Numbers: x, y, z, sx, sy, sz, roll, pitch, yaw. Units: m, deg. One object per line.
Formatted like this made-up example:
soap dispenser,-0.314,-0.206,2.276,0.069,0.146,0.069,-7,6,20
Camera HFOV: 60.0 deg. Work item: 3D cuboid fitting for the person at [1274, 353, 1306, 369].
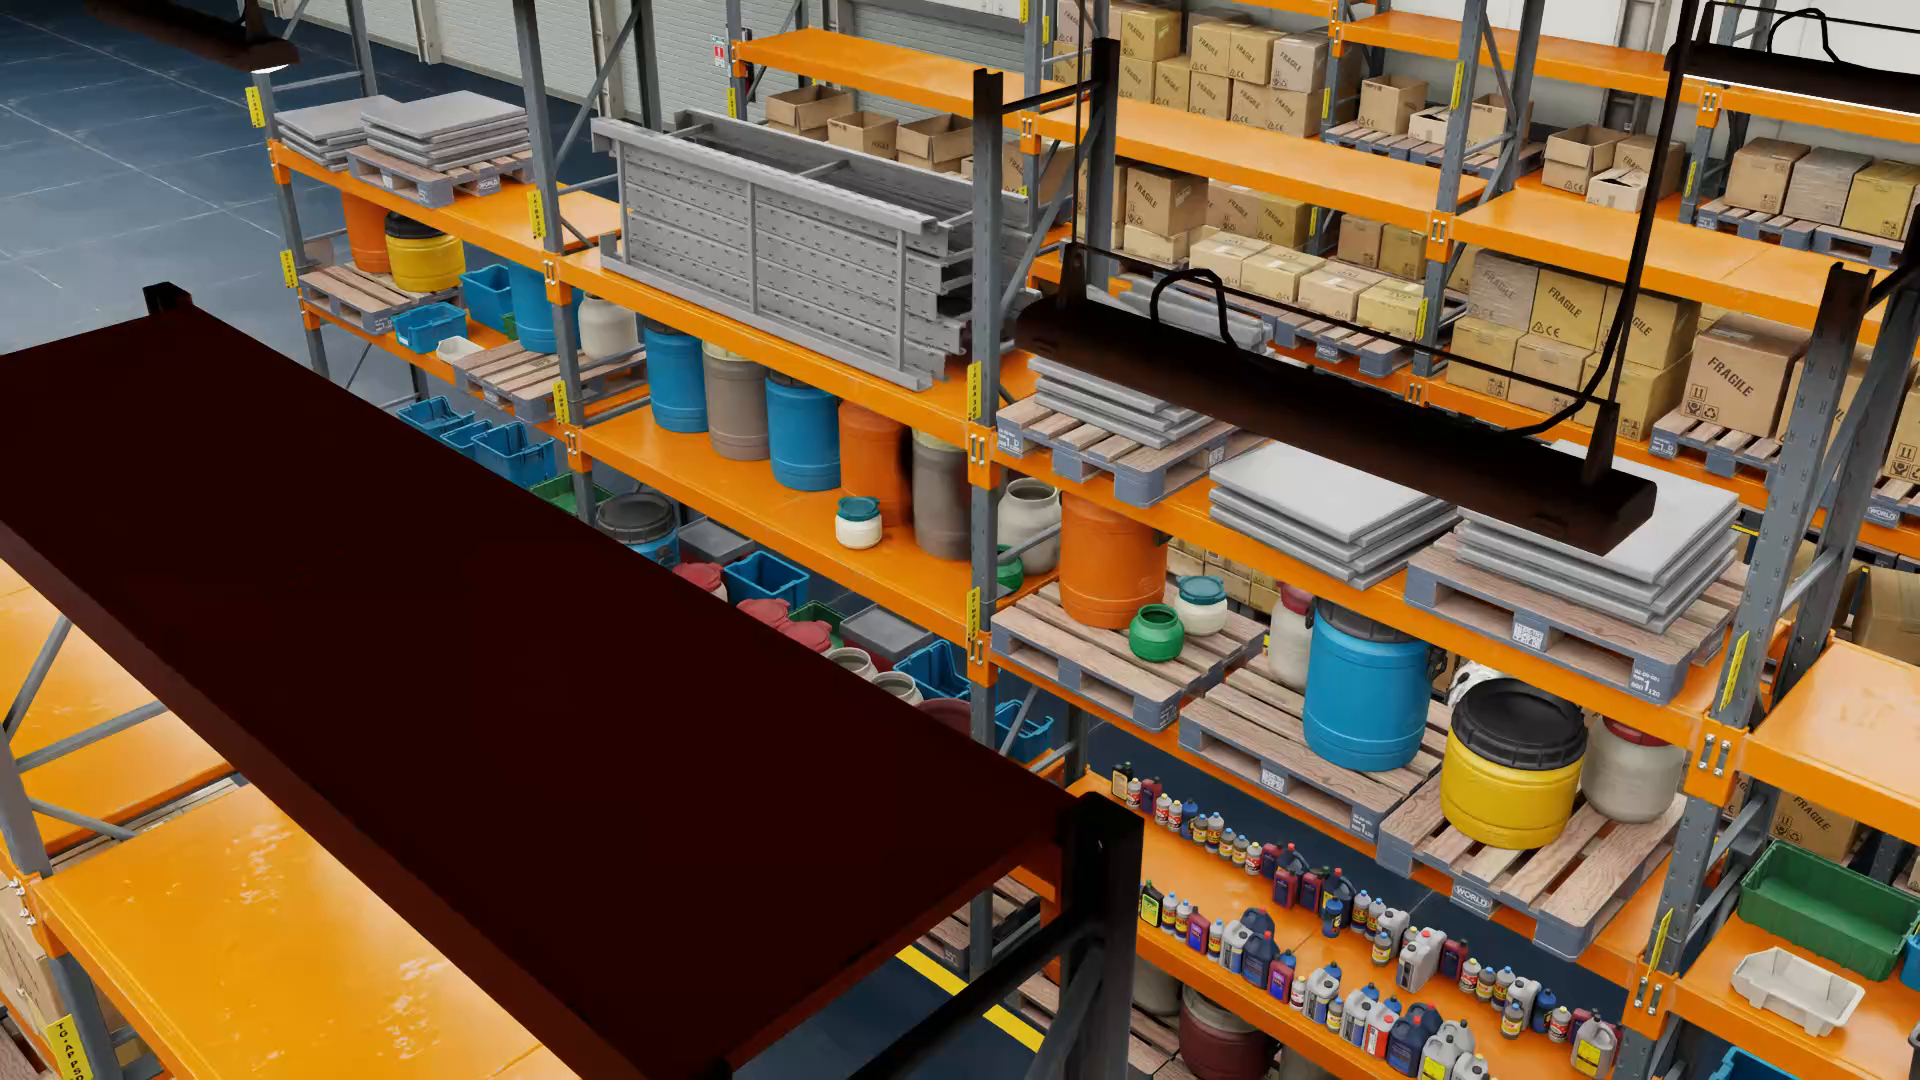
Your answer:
person,3.378,-1.761,17.615,0.485,1.801,0.681,-16,33,-27

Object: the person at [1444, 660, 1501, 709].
person,3.691,1.362,12.118,0.585,1.616,0.921,-25,38,-37
